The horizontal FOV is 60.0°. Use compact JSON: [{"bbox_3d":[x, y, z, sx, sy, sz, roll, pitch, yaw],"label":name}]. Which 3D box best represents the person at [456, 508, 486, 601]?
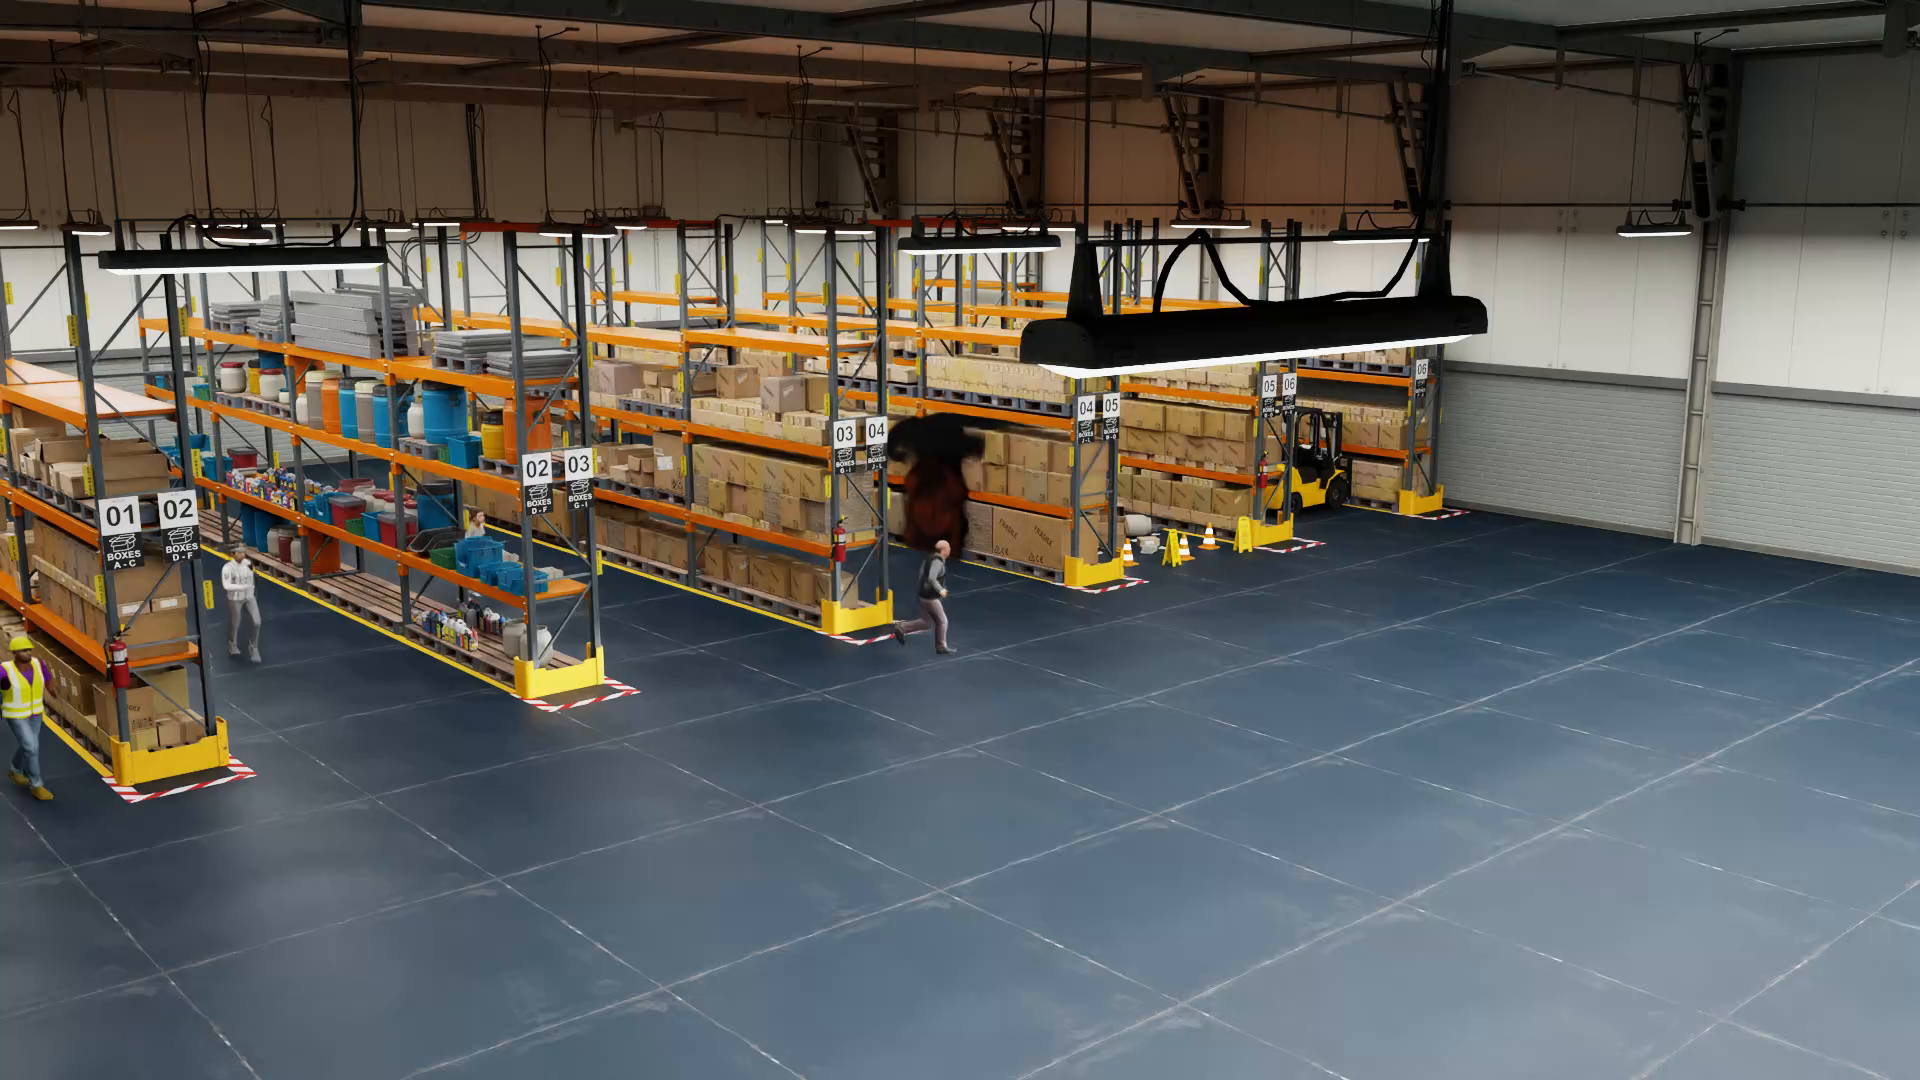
[{"bbox_3d":[-7.795,0.239,26.745,0.803,1.559,0.570,5,12,21],"label":"person"}]

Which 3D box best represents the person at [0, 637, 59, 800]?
[{"bbox_3d":[-10.148,1.893,18.000,0.832,1.757,0.709,5,13,24],"label":"person"}]

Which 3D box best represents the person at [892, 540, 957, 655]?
[{"bbox_3d":[-0.496,0.830,23.524,0.928,1.672,0.661,-1,11,-5],"label":"person"}]

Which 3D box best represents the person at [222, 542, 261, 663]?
[{"bbox_3d":[-10.087,0.867,23.336,0.813,1.736,0.550,10,15,42],"label":"person"}]
